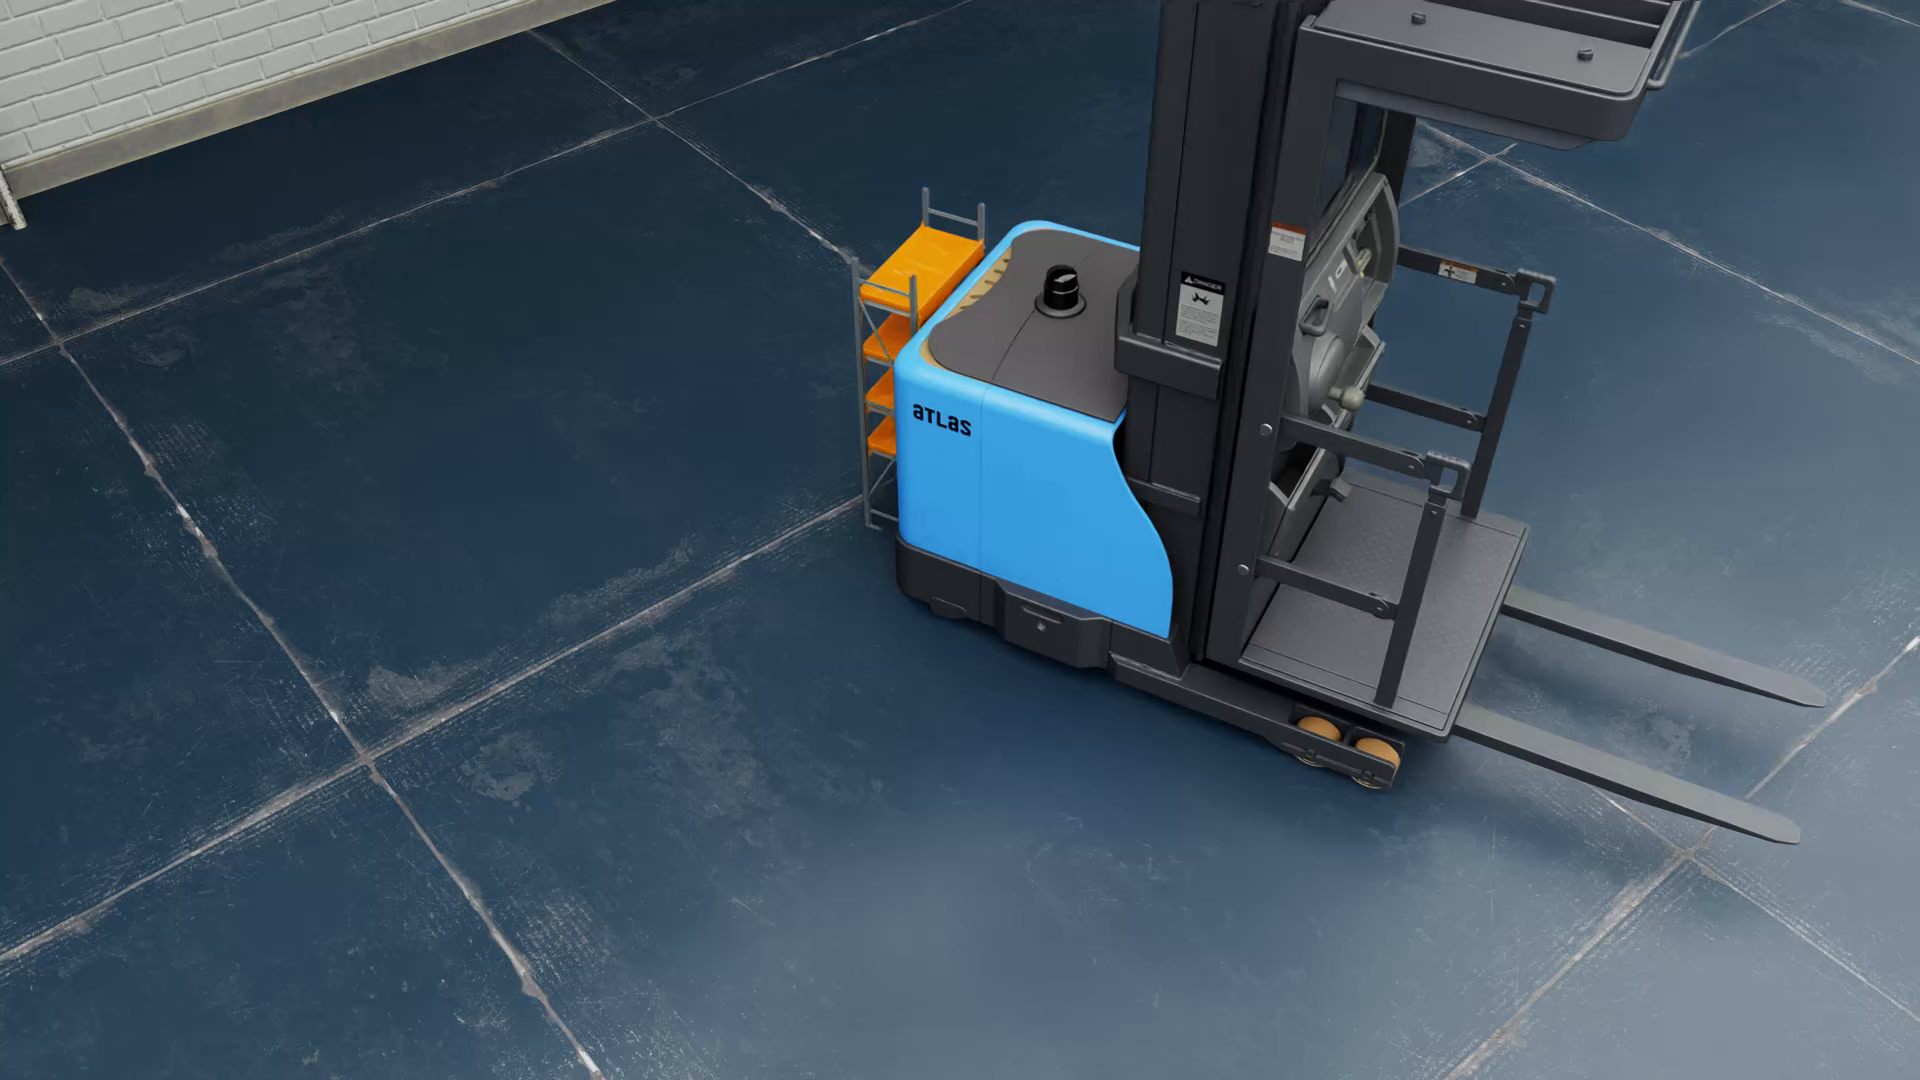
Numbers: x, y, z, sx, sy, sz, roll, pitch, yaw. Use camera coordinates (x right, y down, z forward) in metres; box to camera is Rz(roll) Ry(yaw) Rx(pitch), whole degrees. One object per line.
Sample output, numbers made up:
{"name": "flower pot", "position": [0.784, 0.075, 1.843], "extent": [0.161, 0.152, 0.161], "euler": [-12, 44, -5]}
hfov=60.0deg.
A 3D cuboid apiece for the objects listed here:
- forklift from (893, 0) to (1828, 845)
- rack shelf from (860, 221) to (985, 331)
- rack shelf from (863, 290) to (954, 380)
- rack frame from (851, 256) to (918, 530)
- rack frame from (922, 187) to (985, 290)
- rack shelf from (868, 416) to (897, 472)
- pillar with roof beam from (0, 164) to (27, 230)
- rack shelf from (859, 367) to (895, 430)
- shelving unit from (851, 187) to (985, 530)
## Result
{"name": "forklift", "position": [1.318, -0.683, 4.836], "extent": [3.031, 2.935, 1.130], "euler": [20, 47, 20]}
{"name": "rack shelf", "position": [-0.137, -0.892, 5.749], "extent": [0.258, 0.148, 0.480], "euler": [20, 47, 20]}
{"name": "rack shelf", "position": [-0.136, -0.719, 5.911], "extent": [0.258, 0.148, 0.480], "euler": [20, 47, 20]}
{"name": "rack frame", "position": [-0.250, -0.457, 5.860], "extent": [0.240, 1.200, 0.015], "euler": [20, 47, 20]}
{"name": "rack frame", "position": [-0.023, -0.753, 6.175], "extent": [0.240, 1.200, 0.015], "euler": [20, 47, 20]}
{"name": "rack shelf", "position": [-0.136, -0.411, 6.200], "extent": [0.258, 0.148, 0.480], "euler": [20, 47, 20]}
{"name": "pillar with roof beam", "position": [-1.874, -2.490, 2.328], "extent": [0.400, 9.000, 9.100], "euler": [-30, 51, -28]}
{"name": "rack shelf", "position": [-0.136, -0.556, 6.064], "extent": [0.258, 0.148, 0.480], "euler": [20, 47, 20]}
{"name": "shelving unit", "position": [-0.136, -0.605, 6.018], "extent": [0.258, 1.200, 0.503], "euler": [20, 47, 20]}
